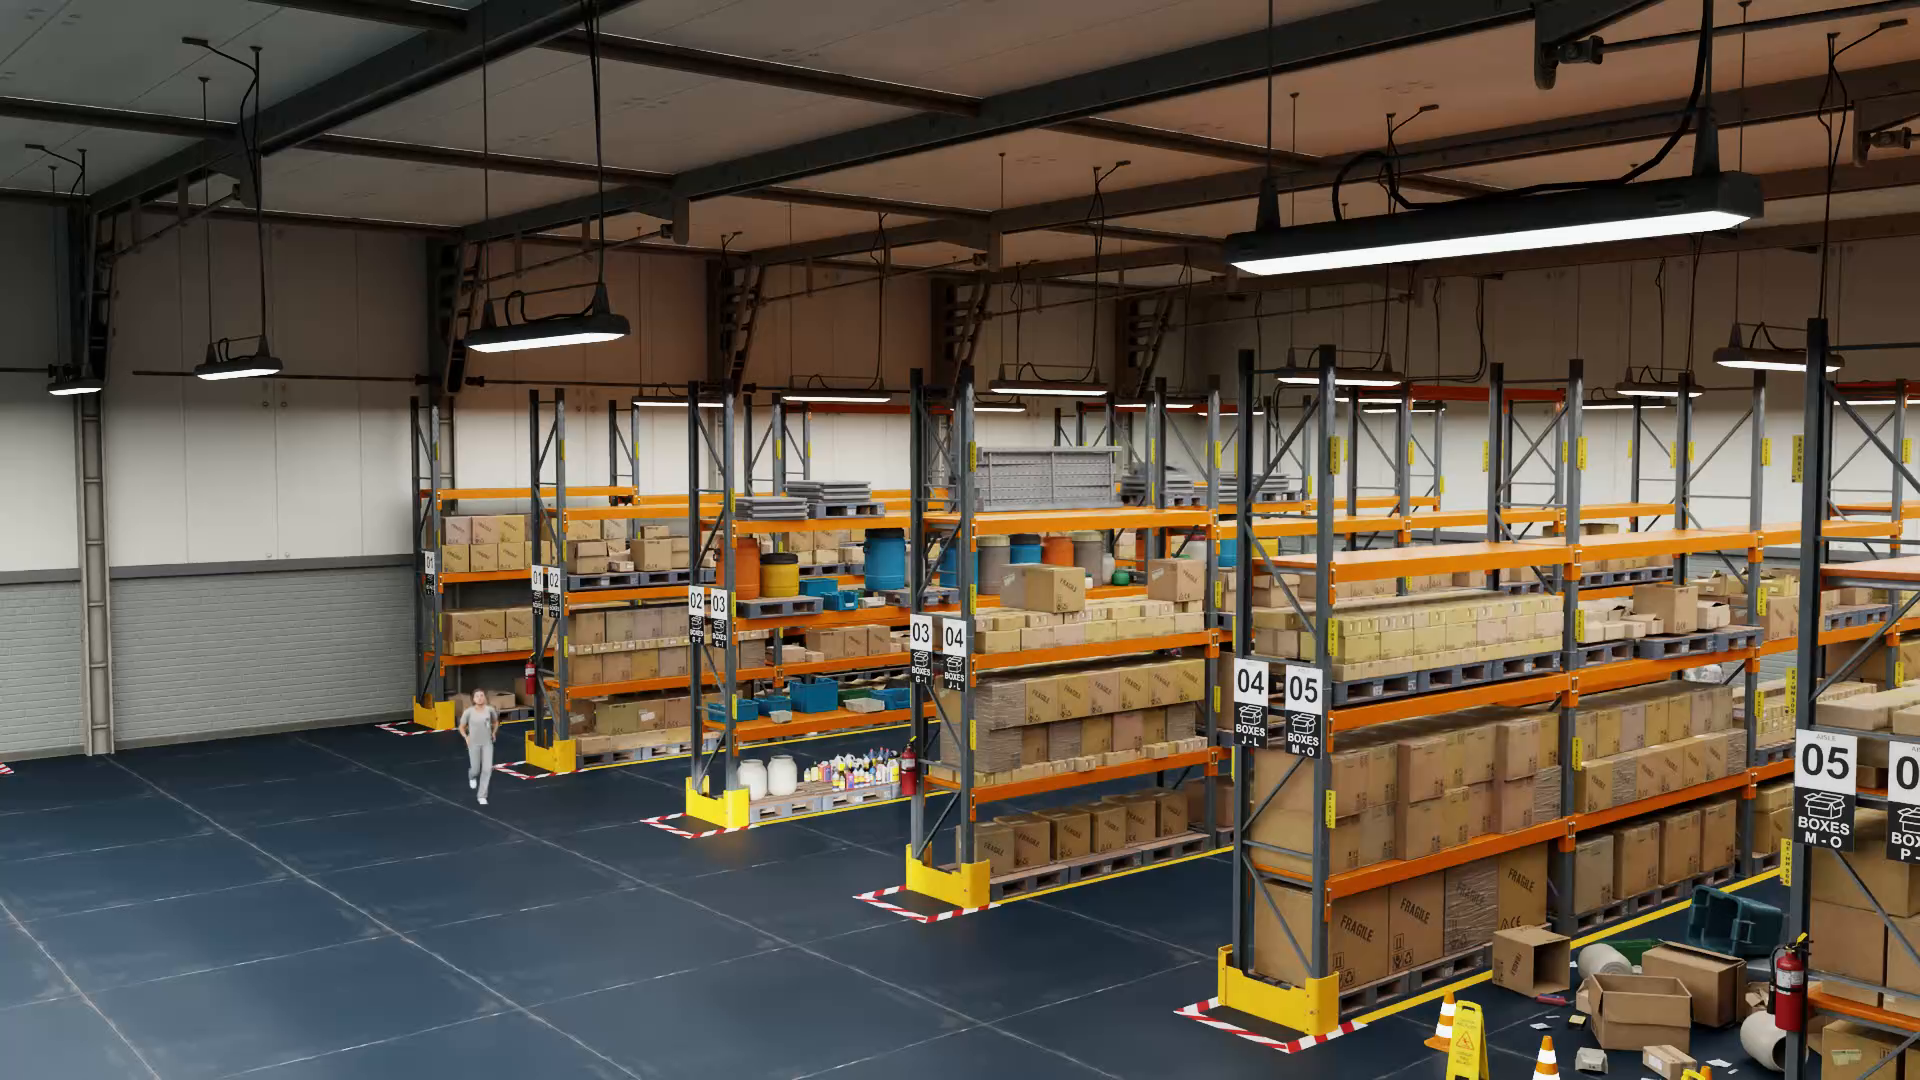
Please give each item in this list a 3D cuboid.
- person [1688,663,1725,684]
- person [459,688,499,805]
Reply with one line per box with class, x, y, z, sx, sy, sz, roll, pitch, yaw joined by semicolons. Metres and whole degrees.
person;13.168;2.636;29.207;0.615;1.607;0.577;-1;3;-13
person;-6.900;2.945;23.911;0.573;1.640;0.746;-2;4;-26
